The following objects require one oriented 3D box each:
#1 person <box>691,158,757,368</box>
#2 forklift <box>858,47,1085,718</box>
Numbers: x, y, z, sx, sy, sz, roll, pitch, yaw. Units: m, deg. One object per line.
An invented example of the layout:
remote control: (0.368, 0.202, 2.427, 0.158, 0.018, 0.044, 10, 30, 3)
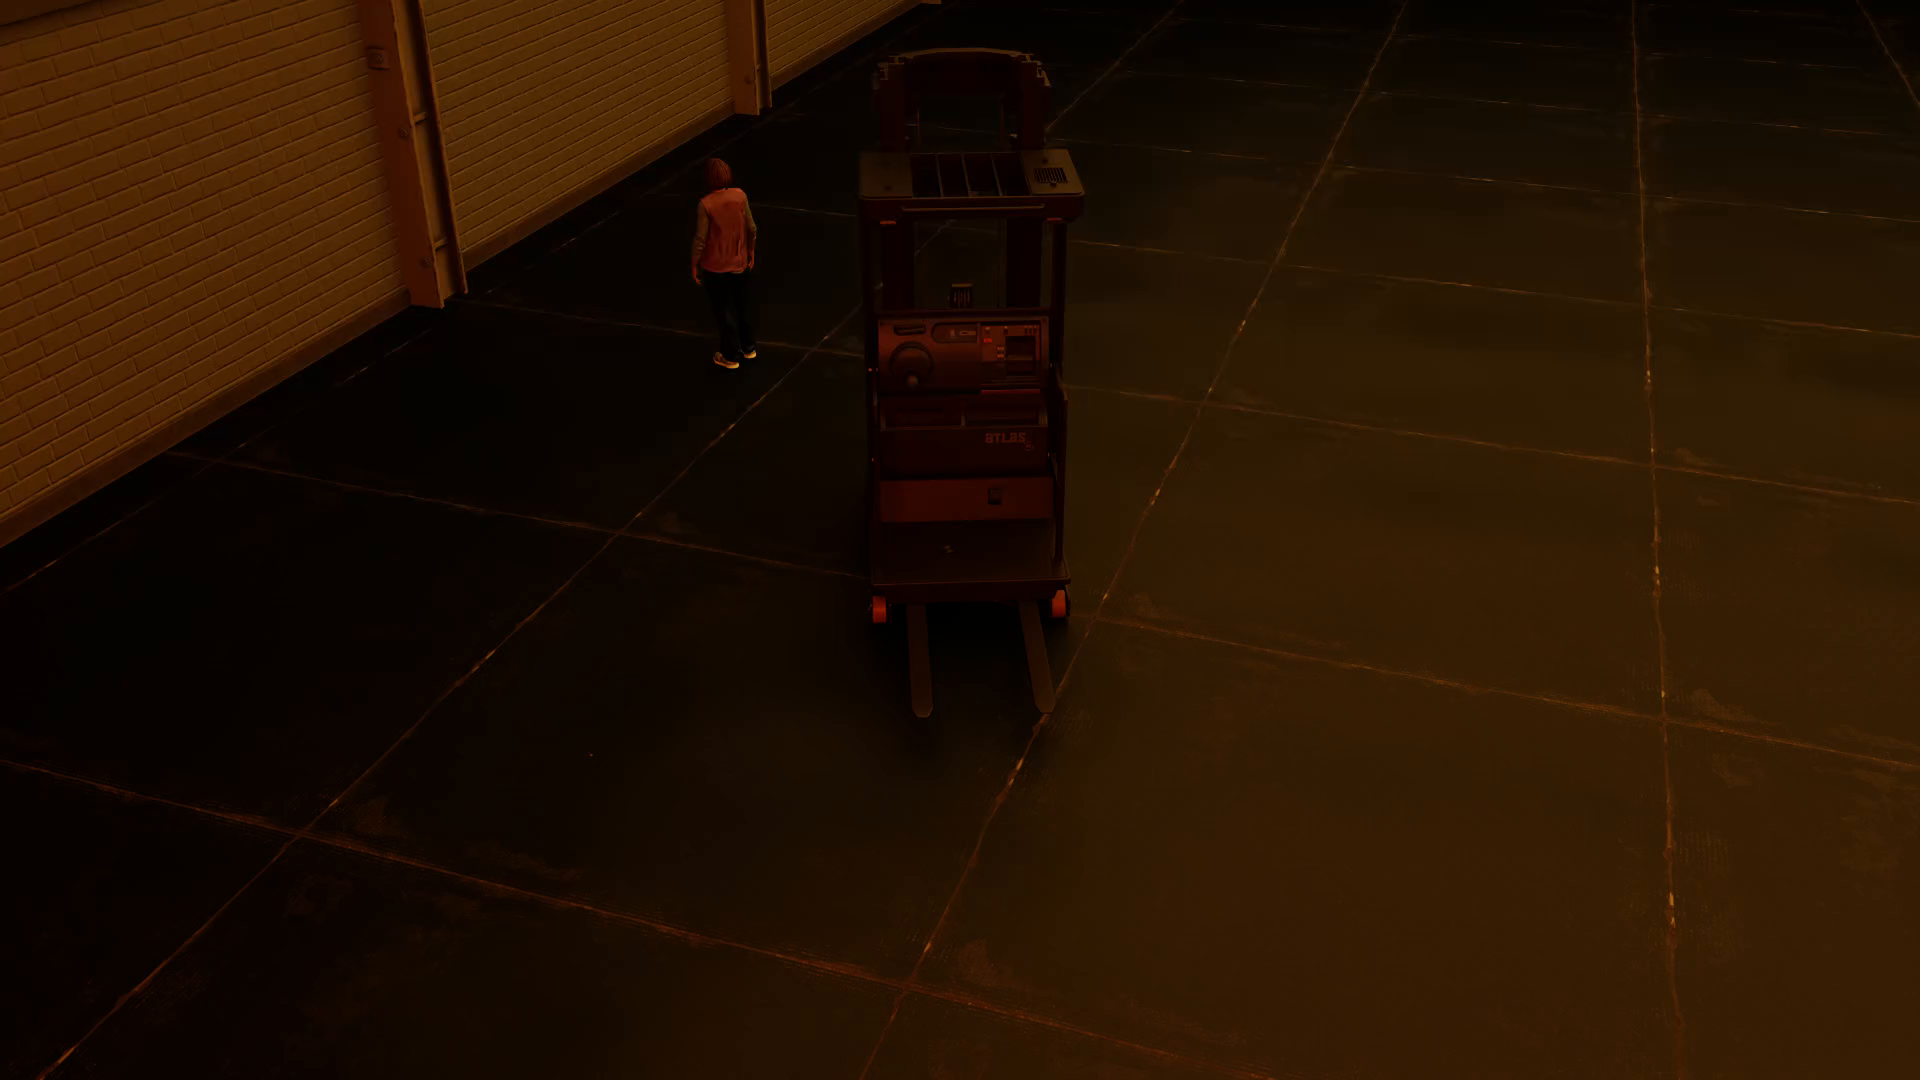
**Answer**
person: (-1.715, -2.003, 11.983, 0.520, 1.596, 0.475, -17, 34, -27)
forklift: (0.035, -0.972, 8.842, 1.130, 2.935, 3.031, -2, 30, -3)
